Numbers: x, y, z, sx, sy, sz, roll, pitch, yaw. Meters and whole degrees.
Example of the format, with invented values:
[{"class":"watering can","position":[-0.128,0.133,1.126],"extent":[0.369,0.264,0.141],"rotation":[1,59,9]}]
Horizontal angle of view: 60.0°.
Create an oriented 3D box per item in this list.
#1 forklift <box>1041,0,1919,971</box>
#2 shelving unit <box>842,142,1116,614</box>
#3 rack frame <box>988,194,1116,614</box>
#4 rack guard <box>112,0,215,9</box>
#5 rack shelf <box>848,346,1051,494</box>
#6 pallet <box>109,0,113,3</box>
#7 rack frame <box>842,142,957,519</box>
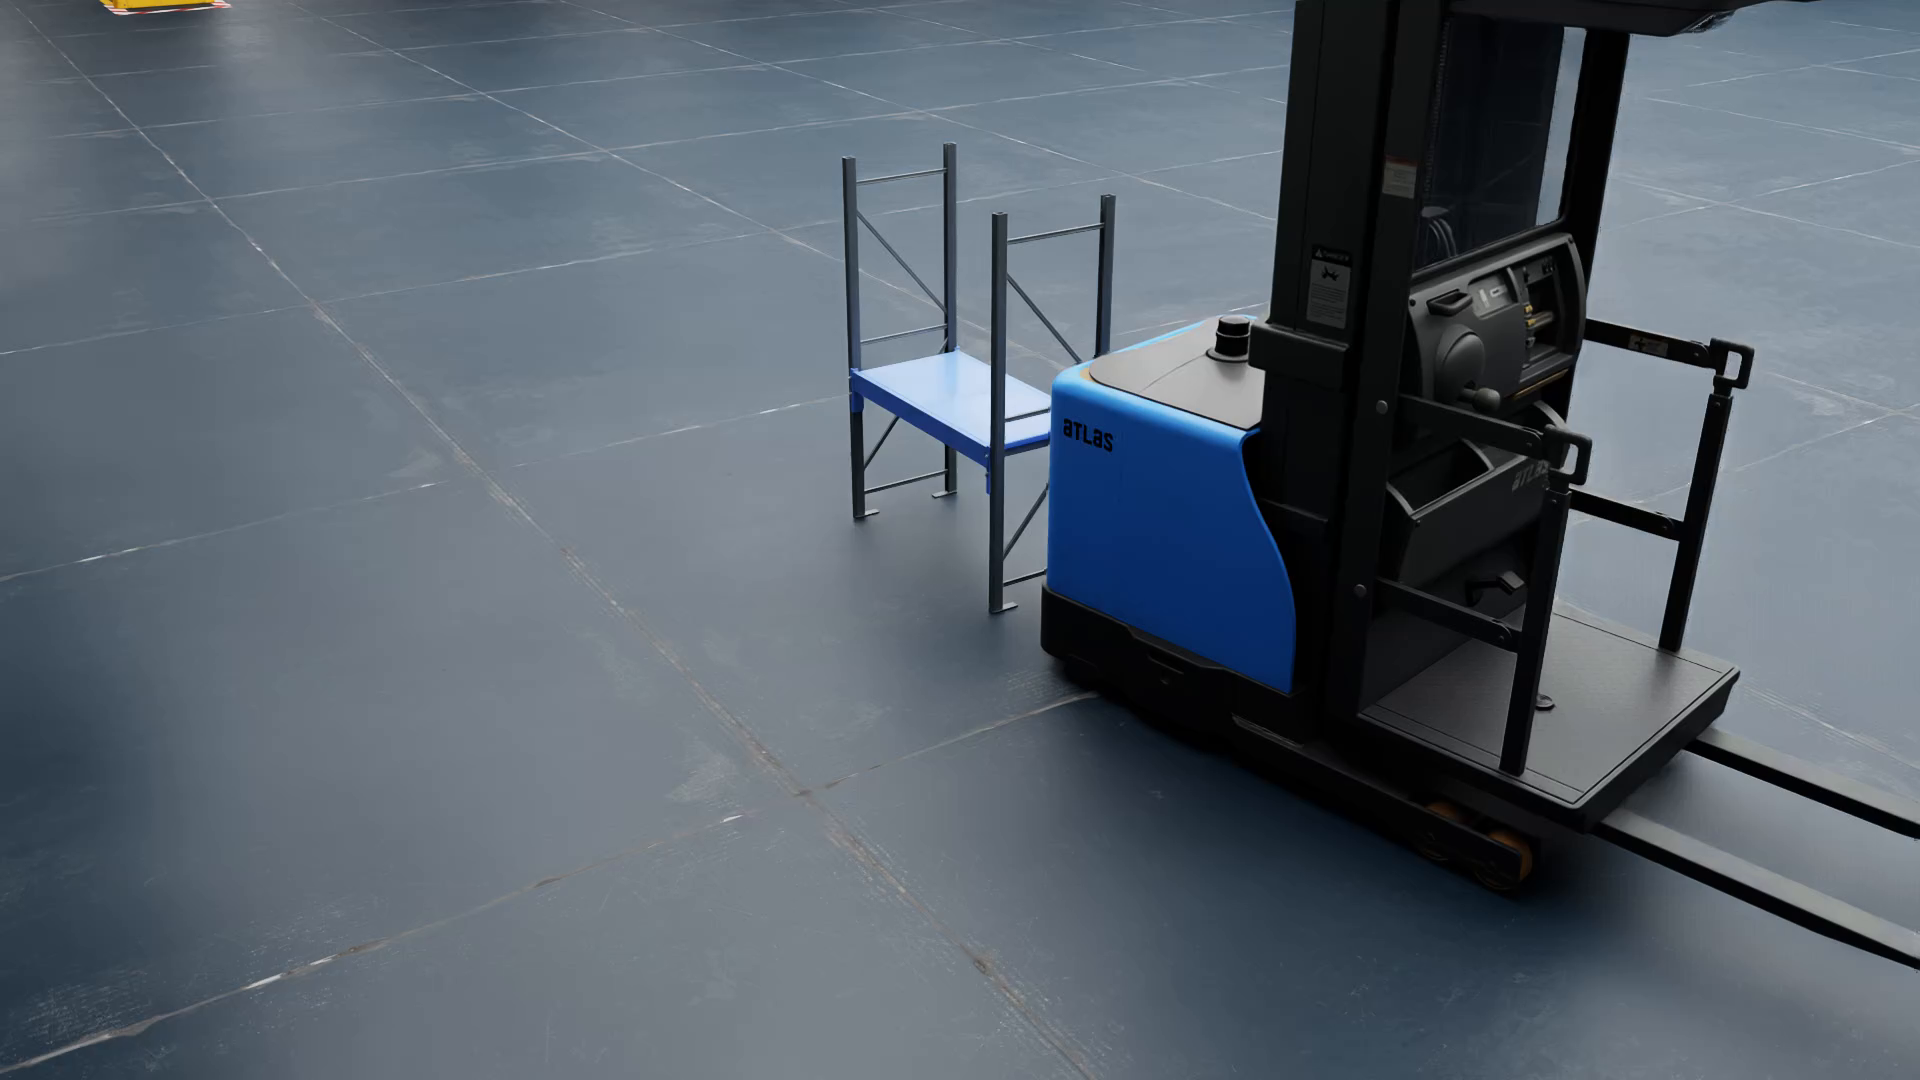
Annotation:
[{"class":"forklift","position":[1.676,-0.594,4.575],"extent":[1.130,2.935,3.031],"rotation":[-23,34,-40]},{"class":"shelving unit","position":[0.047,-0.648,6.365],"extent":[0.538,1.500,1.048],"rotation":[-16,29,-30]},{"class":"rack frame","position":[0.324,-0.466,5.980],"extent":[0.500,1.500,0.032],"rotation":[-16,29,-30]},{"class":"rack guard","position":[-10.178,-7.085,21.172],"extent":[1.175,0.500,0.348],"rotation":[-16,29,-30]},{"class":"rack shelf","position":[0.047,-0.485,6.442],"extent":[0.538,0.185,1.000],"rotation":[-16,29,-30]},{"class":"pallet","position":[-10.644,-7.226,21.810],"extent":[1.003,0.211,1.213],"rotation":[-16,29,-30]},{"class":"rack frame","position":[-0.231,-0.830,6.750],"extent":[0.500,1.500,0.032],"rotation":[-16,29,-30]}]
